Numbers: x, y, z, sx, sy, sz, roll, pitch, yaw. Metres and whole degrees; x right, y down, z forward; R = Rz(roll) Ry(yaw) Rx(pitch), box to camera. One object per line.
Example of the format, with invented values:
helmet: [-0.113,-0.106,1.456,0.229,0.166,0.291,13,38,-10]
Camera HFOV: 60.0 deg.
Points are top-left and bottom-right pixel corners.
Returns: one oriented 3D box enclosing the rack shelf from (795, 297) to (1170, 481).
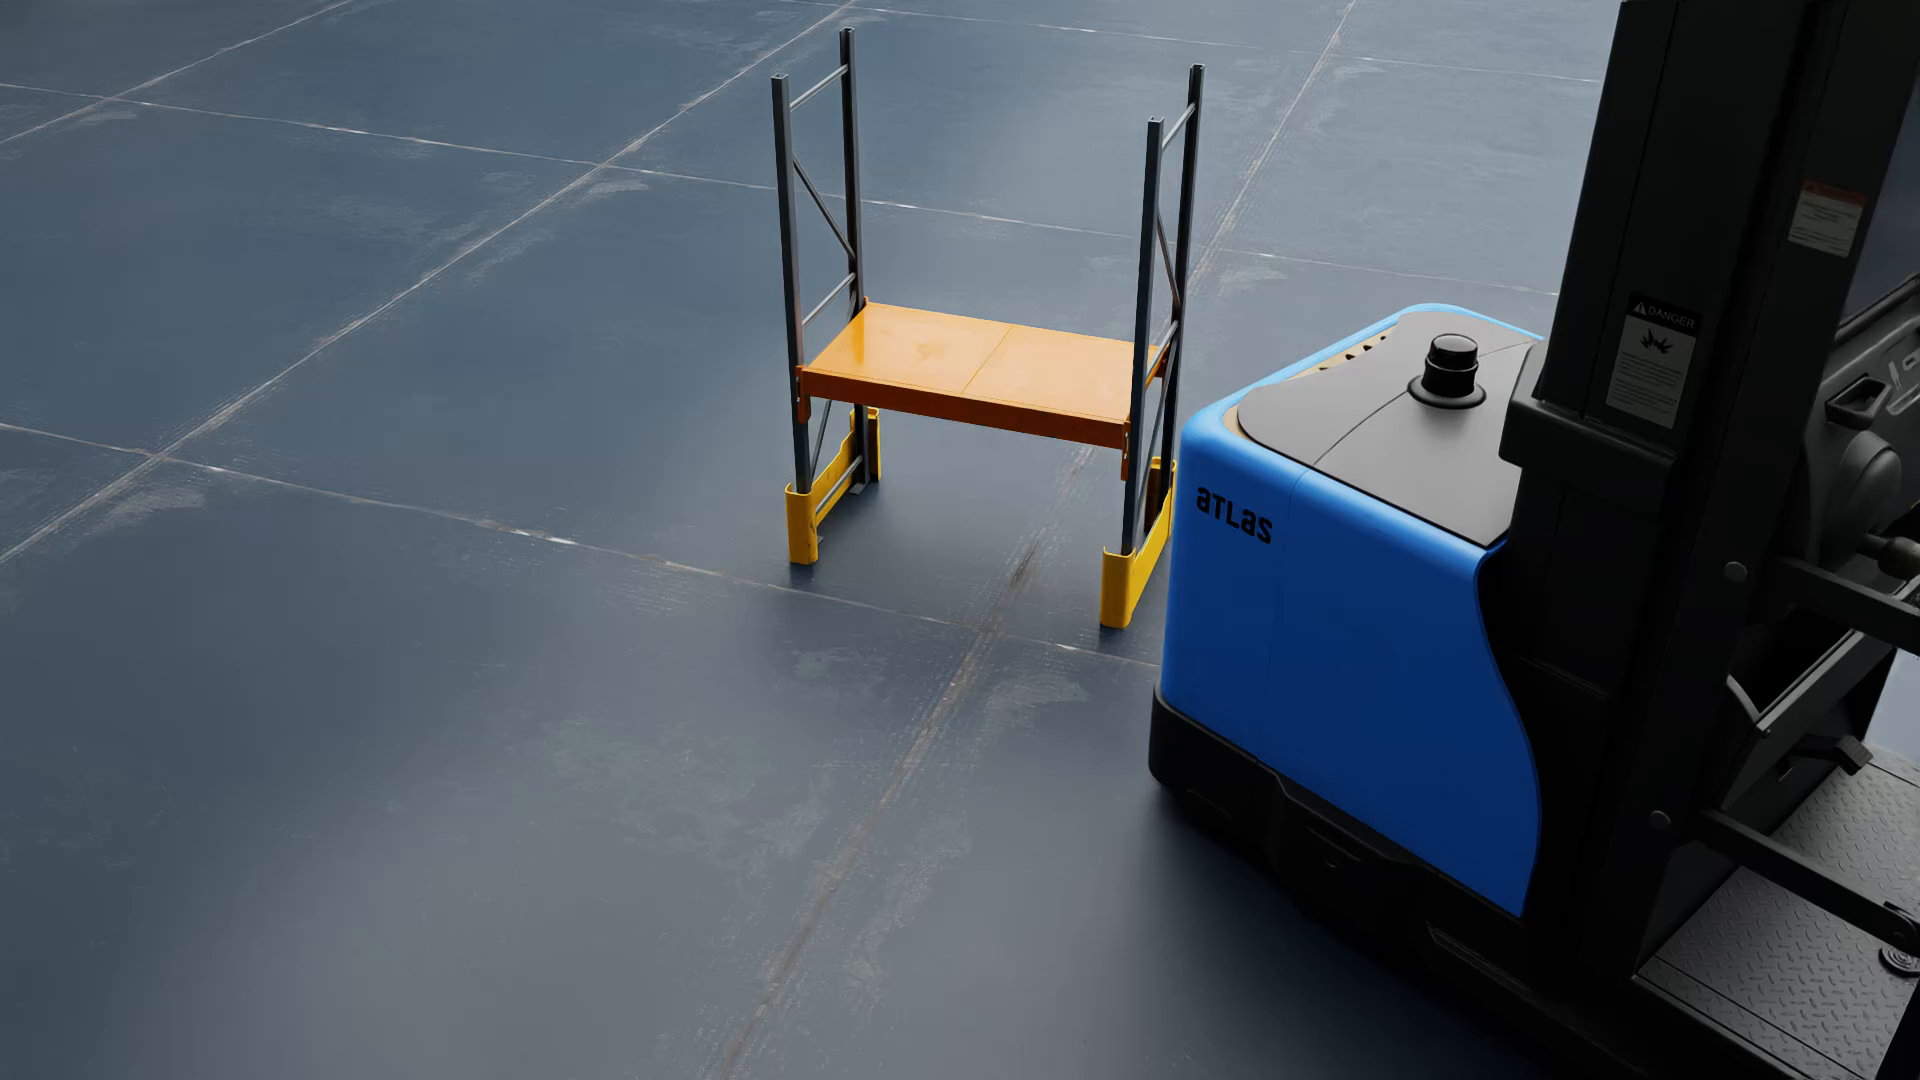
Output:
rack shelf: [0.080,-0.463,4.917,1.000,0.185,0.538,11,34,16]

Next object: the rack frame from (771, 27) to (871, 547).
rack frame: [-0.398,-0.708,4.963,0.032,1.500,0.500,11,34,16]

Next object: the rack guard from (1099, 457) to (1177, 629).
rack guard: [0.541,0.000,5.019,0.087,0.250,0.587,11,34,16]

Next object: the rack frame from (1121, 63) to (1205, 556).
rack frame: [0.559,-0.521,4.675,0.032,1.500,0.500,11,34,16]

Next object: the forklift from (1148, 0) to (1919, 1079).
forklift: [1.846,-0.190,2.842,1.130,2.935,3.031,-27,41,-35]

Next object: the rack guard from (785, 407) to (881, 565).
rack guard: [-0.397,-0.182,5.302,0.087,0.250,0.587,11,34,16]

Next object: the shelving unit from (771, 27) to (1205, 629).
shelving unit: [0.072,-0.616,4.822,1.083,1.500,0.587,11,34,16]
